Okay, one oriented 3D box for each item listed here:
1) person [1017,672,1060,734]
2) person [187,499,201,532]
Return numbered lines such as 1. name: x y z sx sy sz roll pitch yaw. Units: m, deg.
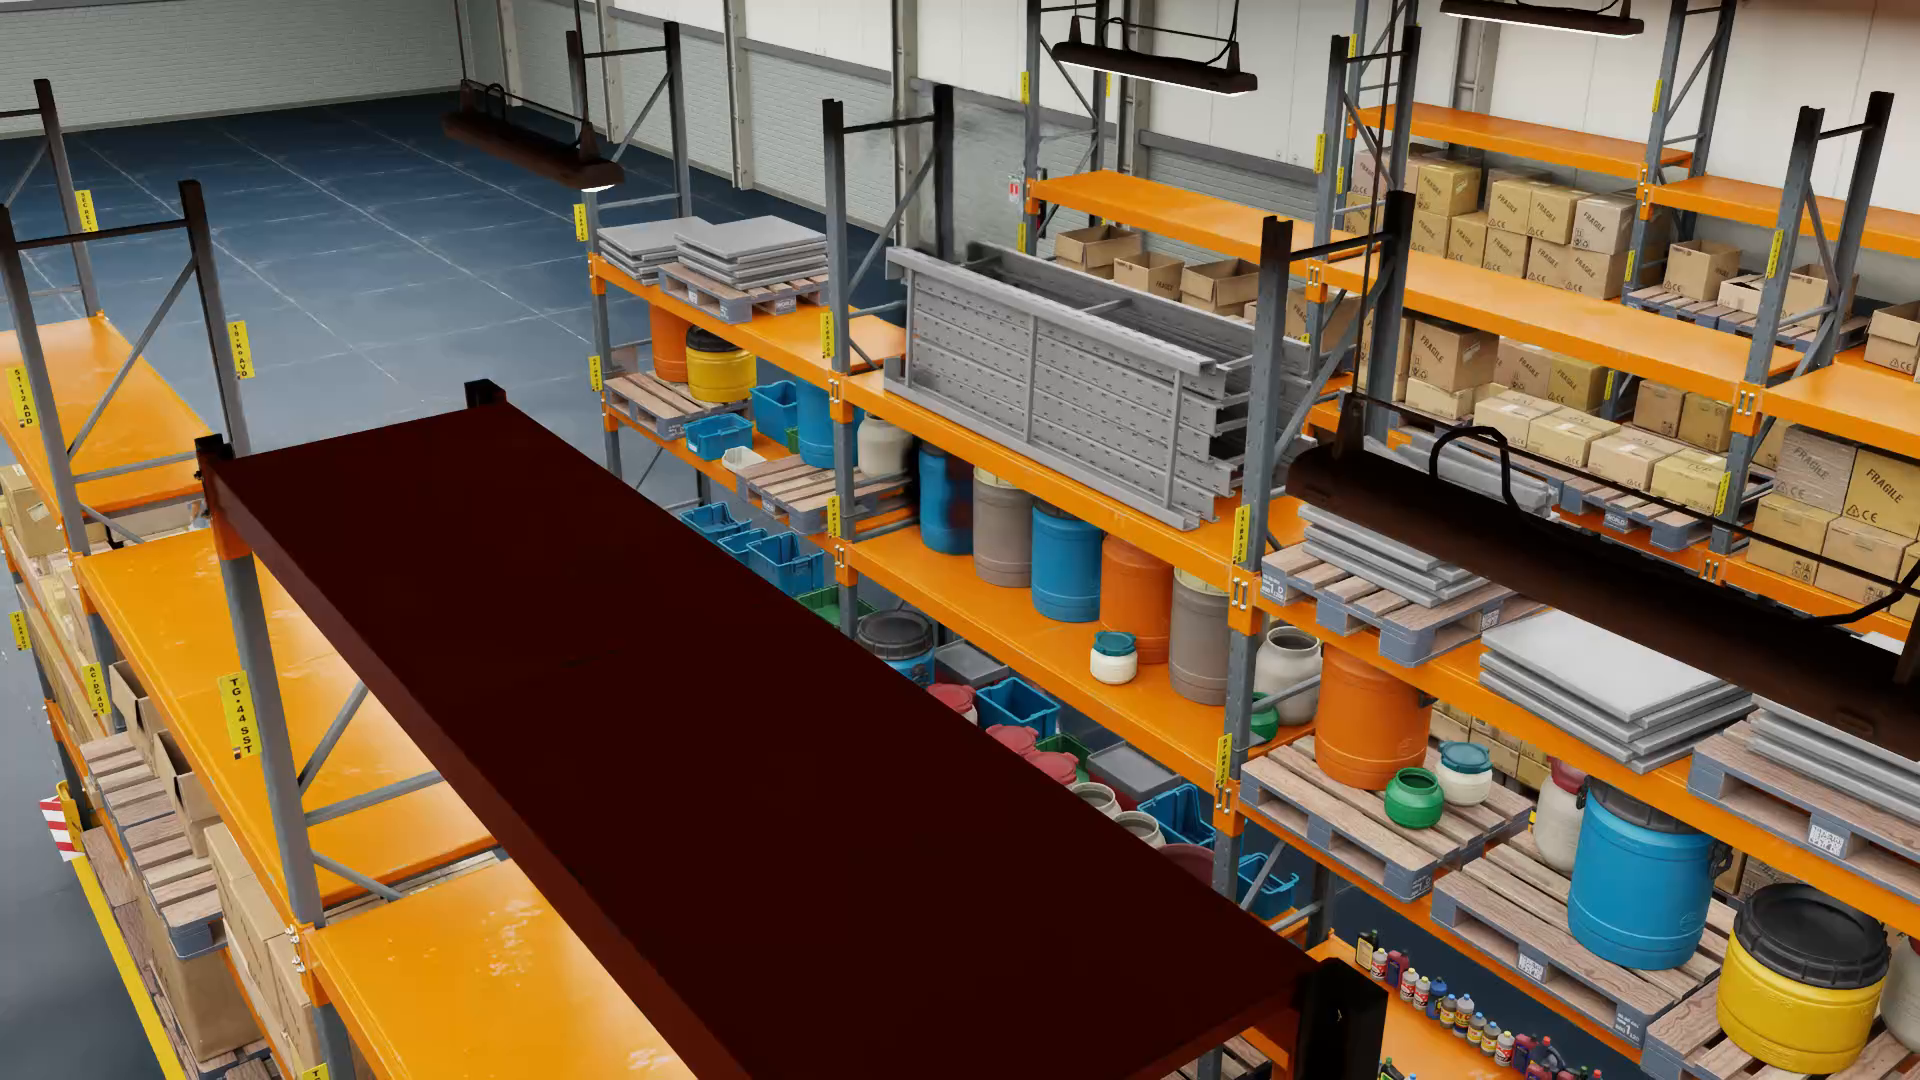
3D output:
1. person: 0.641 0.969 14.829 0.564 1.682 0.907 -18 30 -34
2. person: -7.924 0.042 16.863 0.936 1.655 0.605 -3 25 -7
